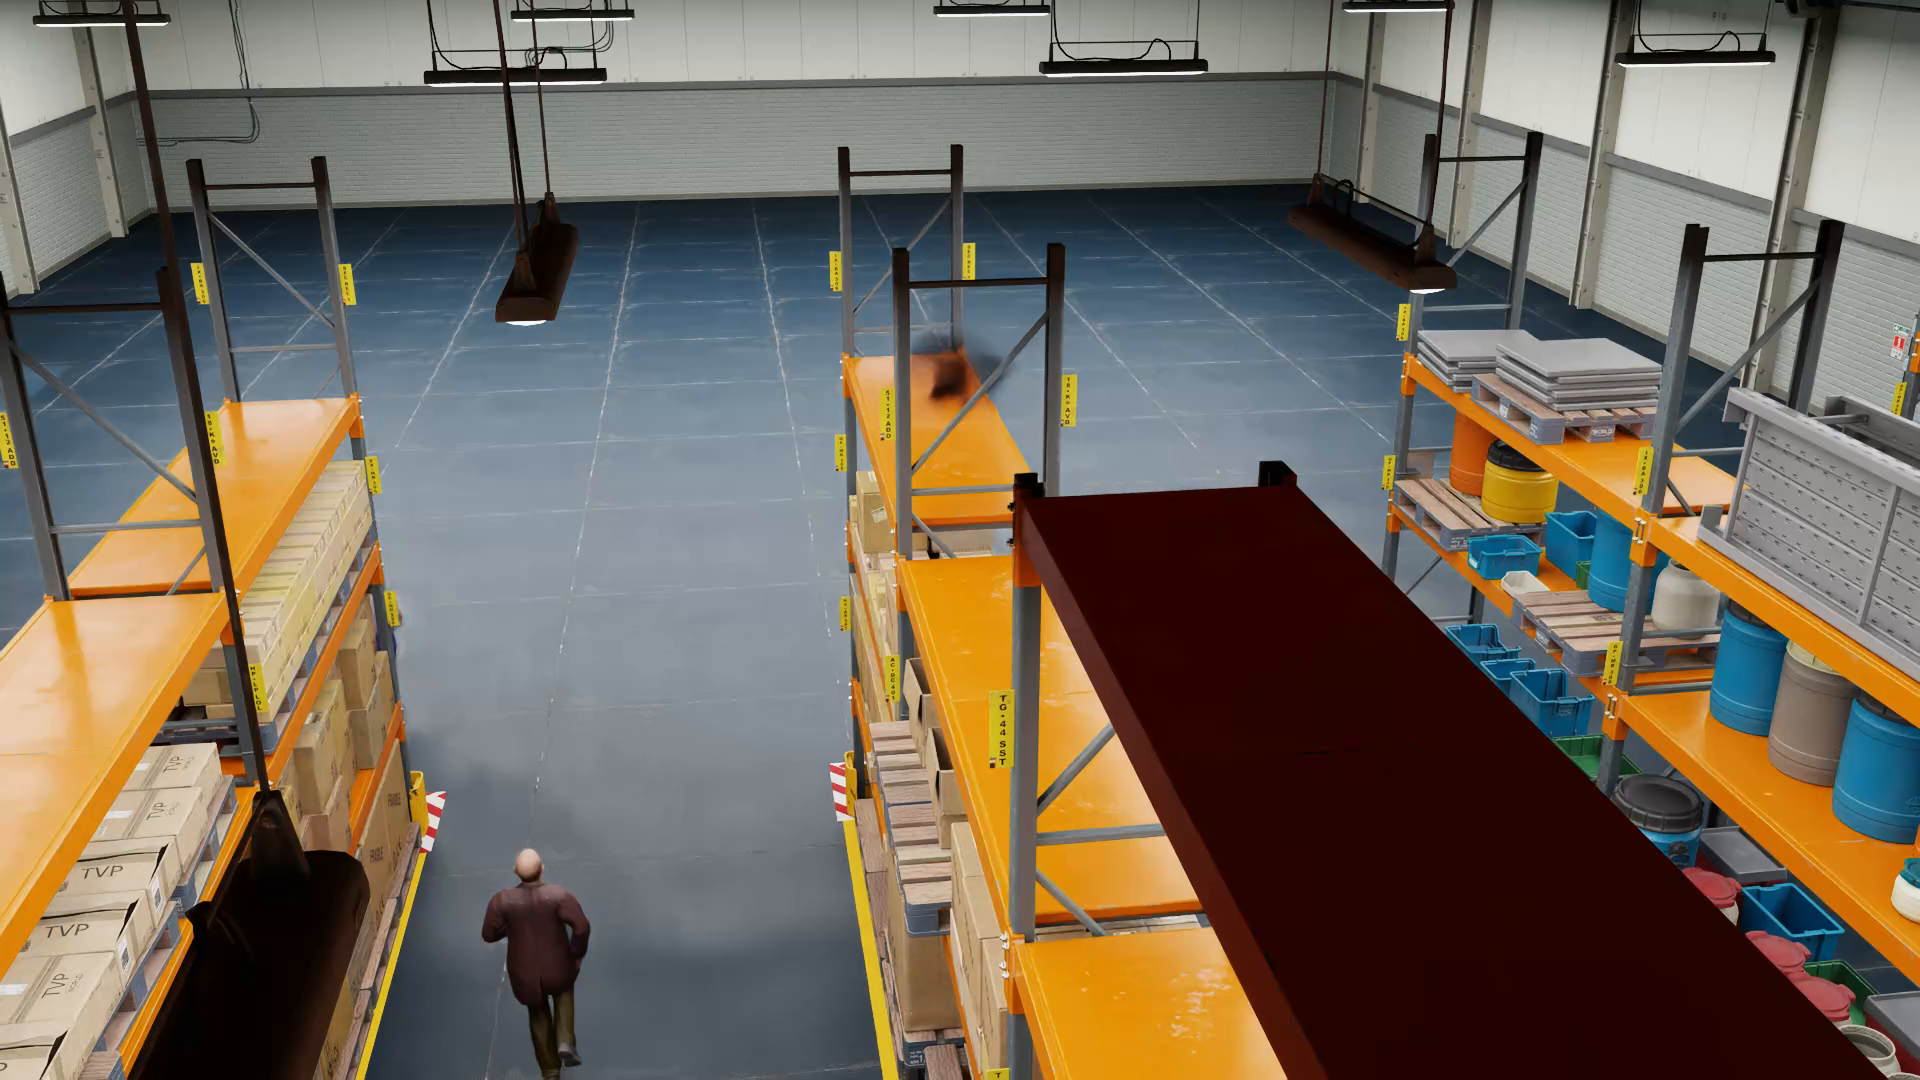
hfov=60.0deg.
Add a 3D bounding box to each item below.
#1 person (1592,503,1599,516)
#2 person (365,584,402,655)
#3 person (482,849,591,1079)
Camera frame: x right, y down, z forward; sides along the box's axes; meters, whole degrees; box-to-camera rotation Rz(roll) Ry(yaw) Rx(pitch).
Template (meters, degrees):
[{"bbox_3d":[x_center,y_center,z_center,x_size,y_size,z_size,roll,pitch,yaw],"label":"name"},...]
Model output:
[{"bbox_3d":[7.149,0.326,18.510,0.902,1.673,0.632,4,22,11],"label":"person"},{"bbox_3d":[-5.889,1.098,16.744,0.639,1.588,0.573,-20,29,-41],"label":"person"},{"bbox_3d":[-2.870,2.865,11.379,0.717,1.747,0.644,-5,22,-13],"label":"person"}]
